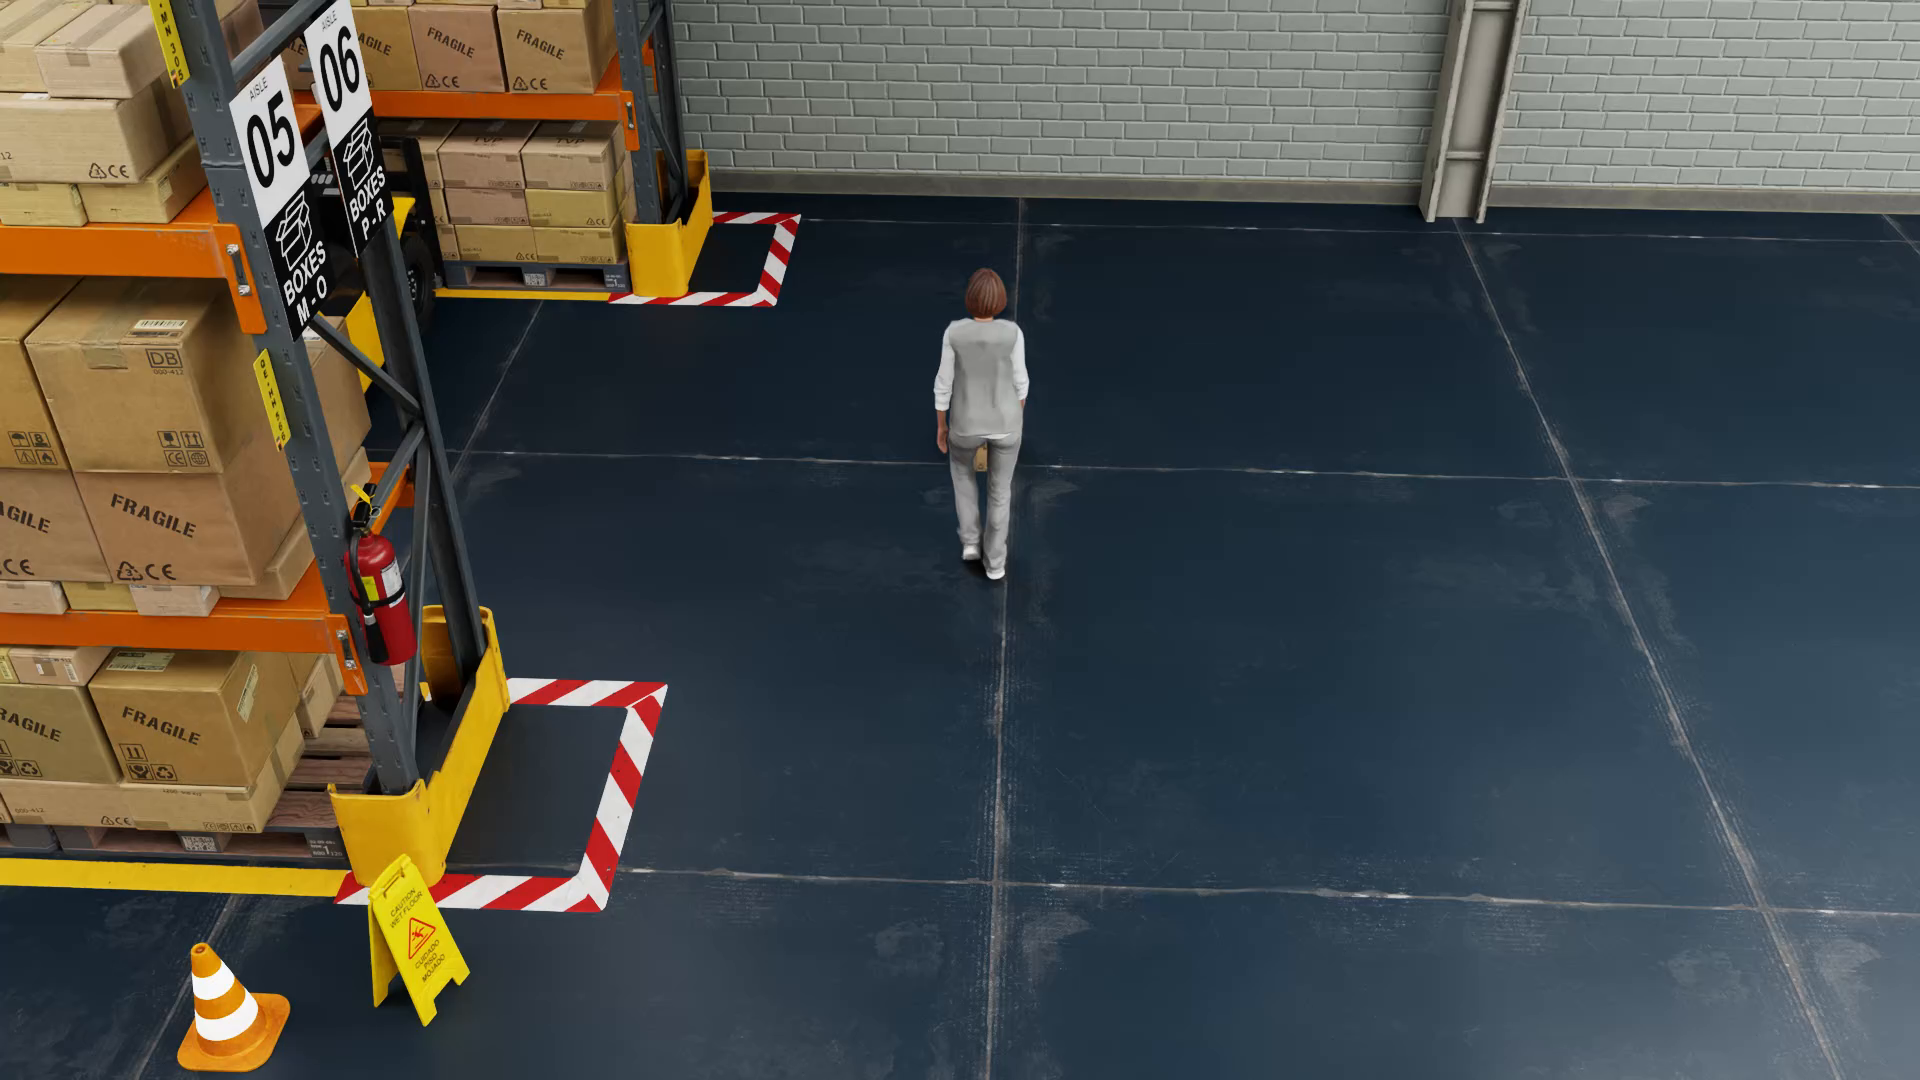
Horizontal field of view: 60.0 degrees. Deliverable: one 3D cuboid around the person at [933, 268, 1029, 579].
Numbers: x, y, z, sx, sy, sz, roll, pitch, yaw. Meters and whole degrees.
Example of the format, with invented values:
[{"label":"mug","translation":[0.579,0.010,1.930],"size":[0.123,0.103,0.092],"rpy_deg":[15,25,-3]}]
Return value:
[{"label":"person","translation":[0.099,-0.521,7.847],"size":[0.441,1.630,0.421],"rpy_deg":[1,36,2]}]
